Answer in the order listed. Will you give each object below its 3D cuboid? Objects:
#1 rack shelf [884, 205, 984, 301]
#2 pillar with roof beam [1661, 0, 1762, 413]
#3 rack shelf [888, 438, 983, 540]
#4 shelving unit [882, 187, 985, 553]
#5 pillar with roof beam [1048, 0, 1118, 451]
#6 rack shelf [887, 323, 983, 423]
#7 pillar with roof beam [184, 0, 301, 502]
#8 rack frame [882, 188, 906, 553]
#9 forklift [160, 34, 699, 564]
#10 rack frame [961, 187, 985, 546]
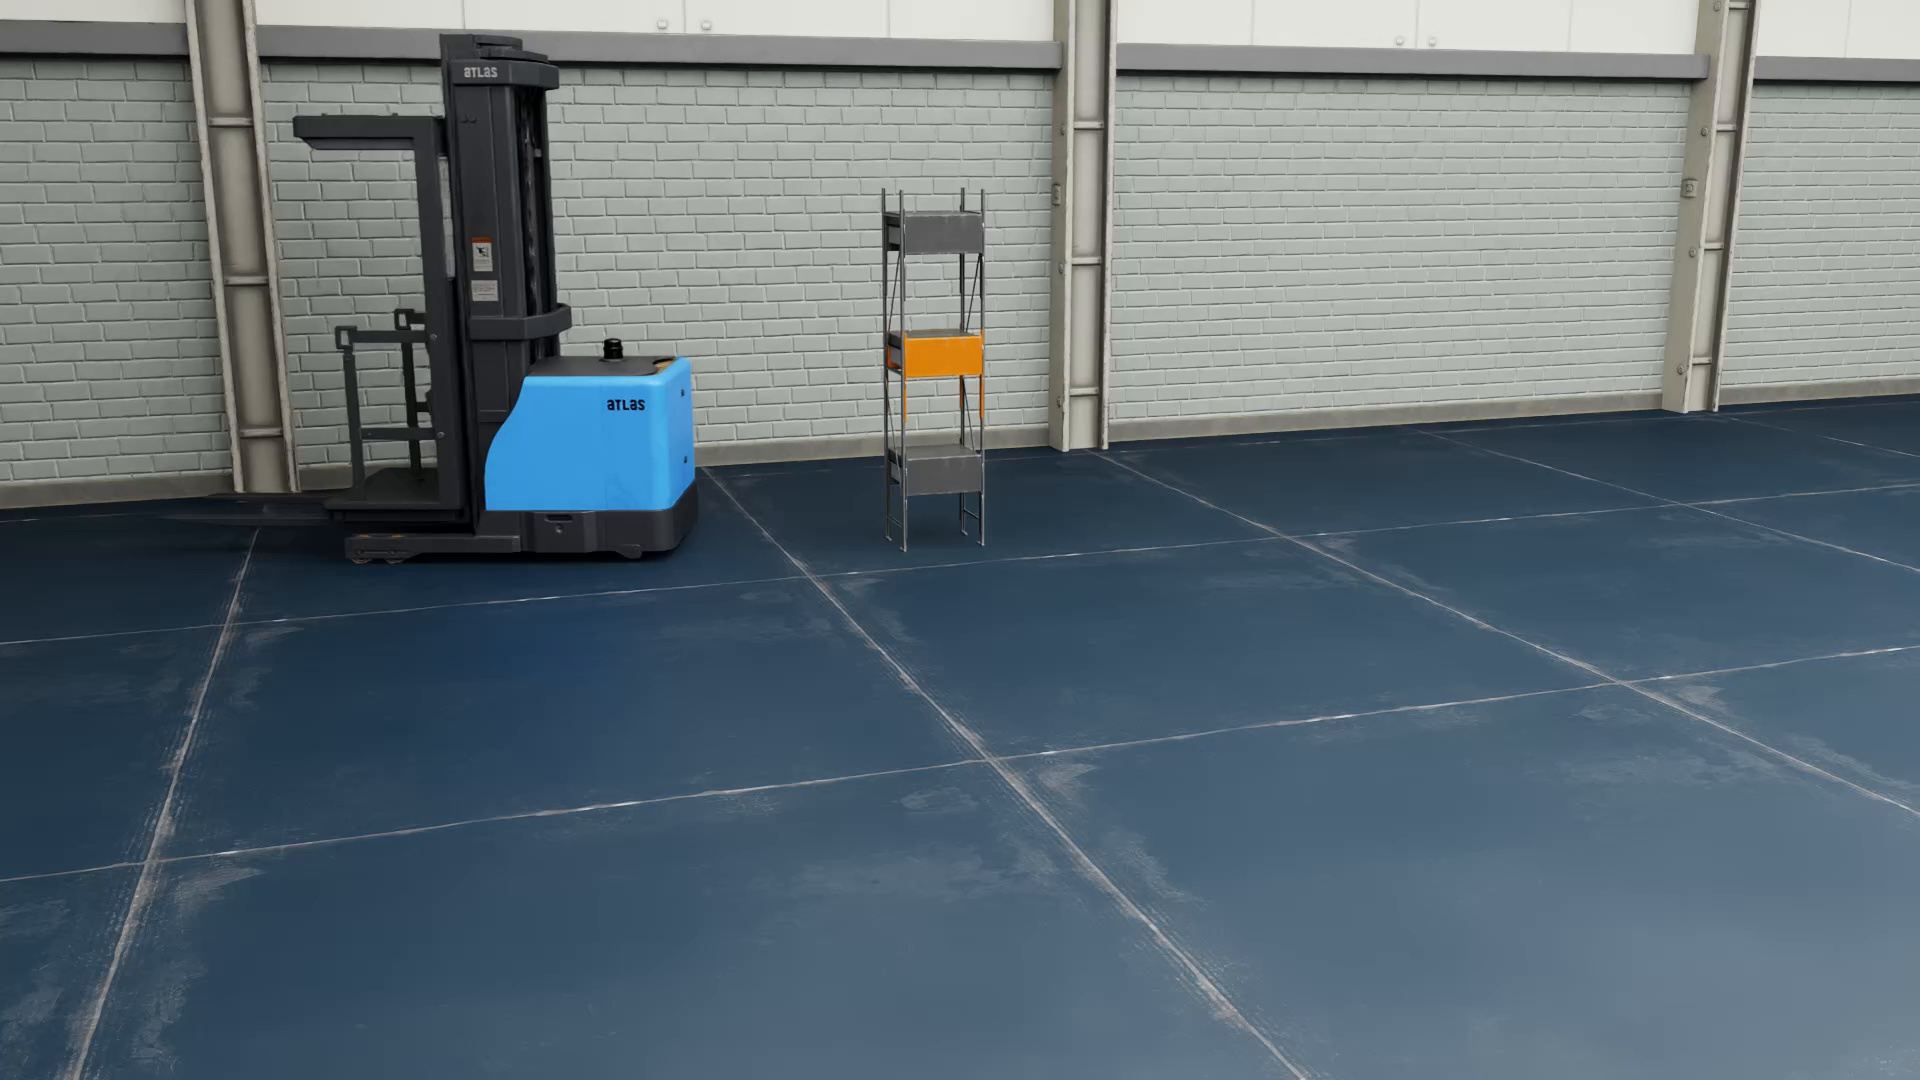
[{"bbox_3d":[-0.157,-1.677,9.690,0.480,0.518,0.431,-4,14,-18],"label":"rack shelf"},{"bbox_3d":[8.002,-4.621,10.123,0.400,9.000,9.100,-4,14,-18],"label":"pillar with roof beam"},{"bbox_3d":[-0.157,-0.315,10.014,0.480,0.518,0.431,-4,14,-18],"label":"rack shelf"},{"bbox_3d":[-0.157,-1.009,9.848,0.503,2.100,0.431,-4,14,-18],"label":"shelving unit"},{"bbox_3d":[2.316,-4.178,8.261,0.400,9.000,9.100,-4,14,-18],"label":"pillar with roof beam"},{"bbox_3d":[-0.157,-0.996,9.852,0.480,0.518,0.431,-4,14,-18],"label":"rack shelf"},{"bbox_3d":[-3.371,-3.735,6.399,0.400,9.000,9.100,-4,14,-18],"label":"pillar with roof beam"},{"bbox_3d":[-0.388,-0.991,9.773,0.015,2.100,0.400,-4,14,-18],"label":"rack frame"},{"bbox_3d":[-3.163,-1.412,9.745,3.031,2.935,1.130,0,13,0],"label":"forklift"},{"bbox_3d":[0.074,-1.027,9.924,0.015,2.100,0.400,-4,14,-18],"label":"rack frame"}]
